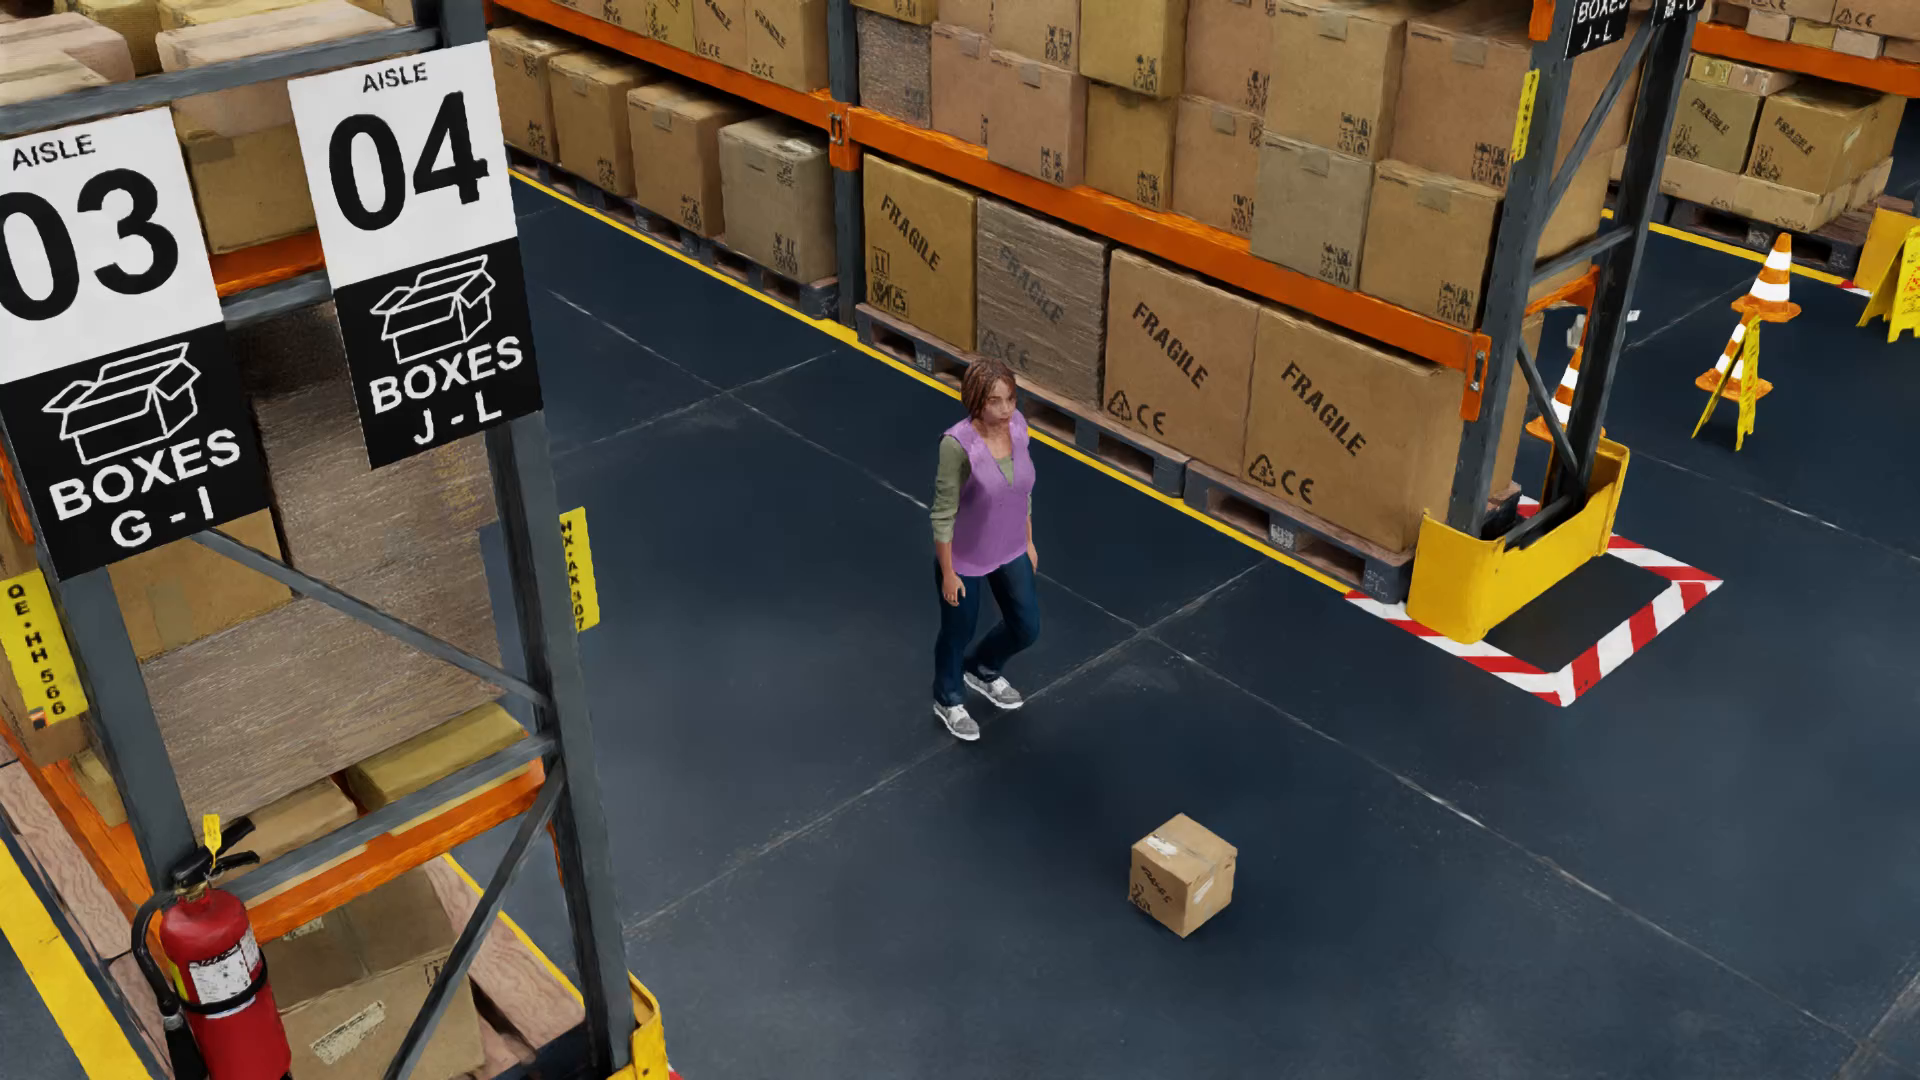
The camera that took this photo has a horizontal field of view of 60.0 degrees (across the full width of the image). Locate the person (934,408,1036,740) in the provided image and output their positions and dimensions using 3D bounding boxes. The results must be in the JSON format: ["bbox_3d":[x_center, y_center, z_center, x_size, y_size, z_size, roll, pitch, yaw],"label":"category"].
[{"bbox_3d":[0.074,0.140,6.104,0.351,1.370,0.370,-22,38,-31],"label":"person"}]
